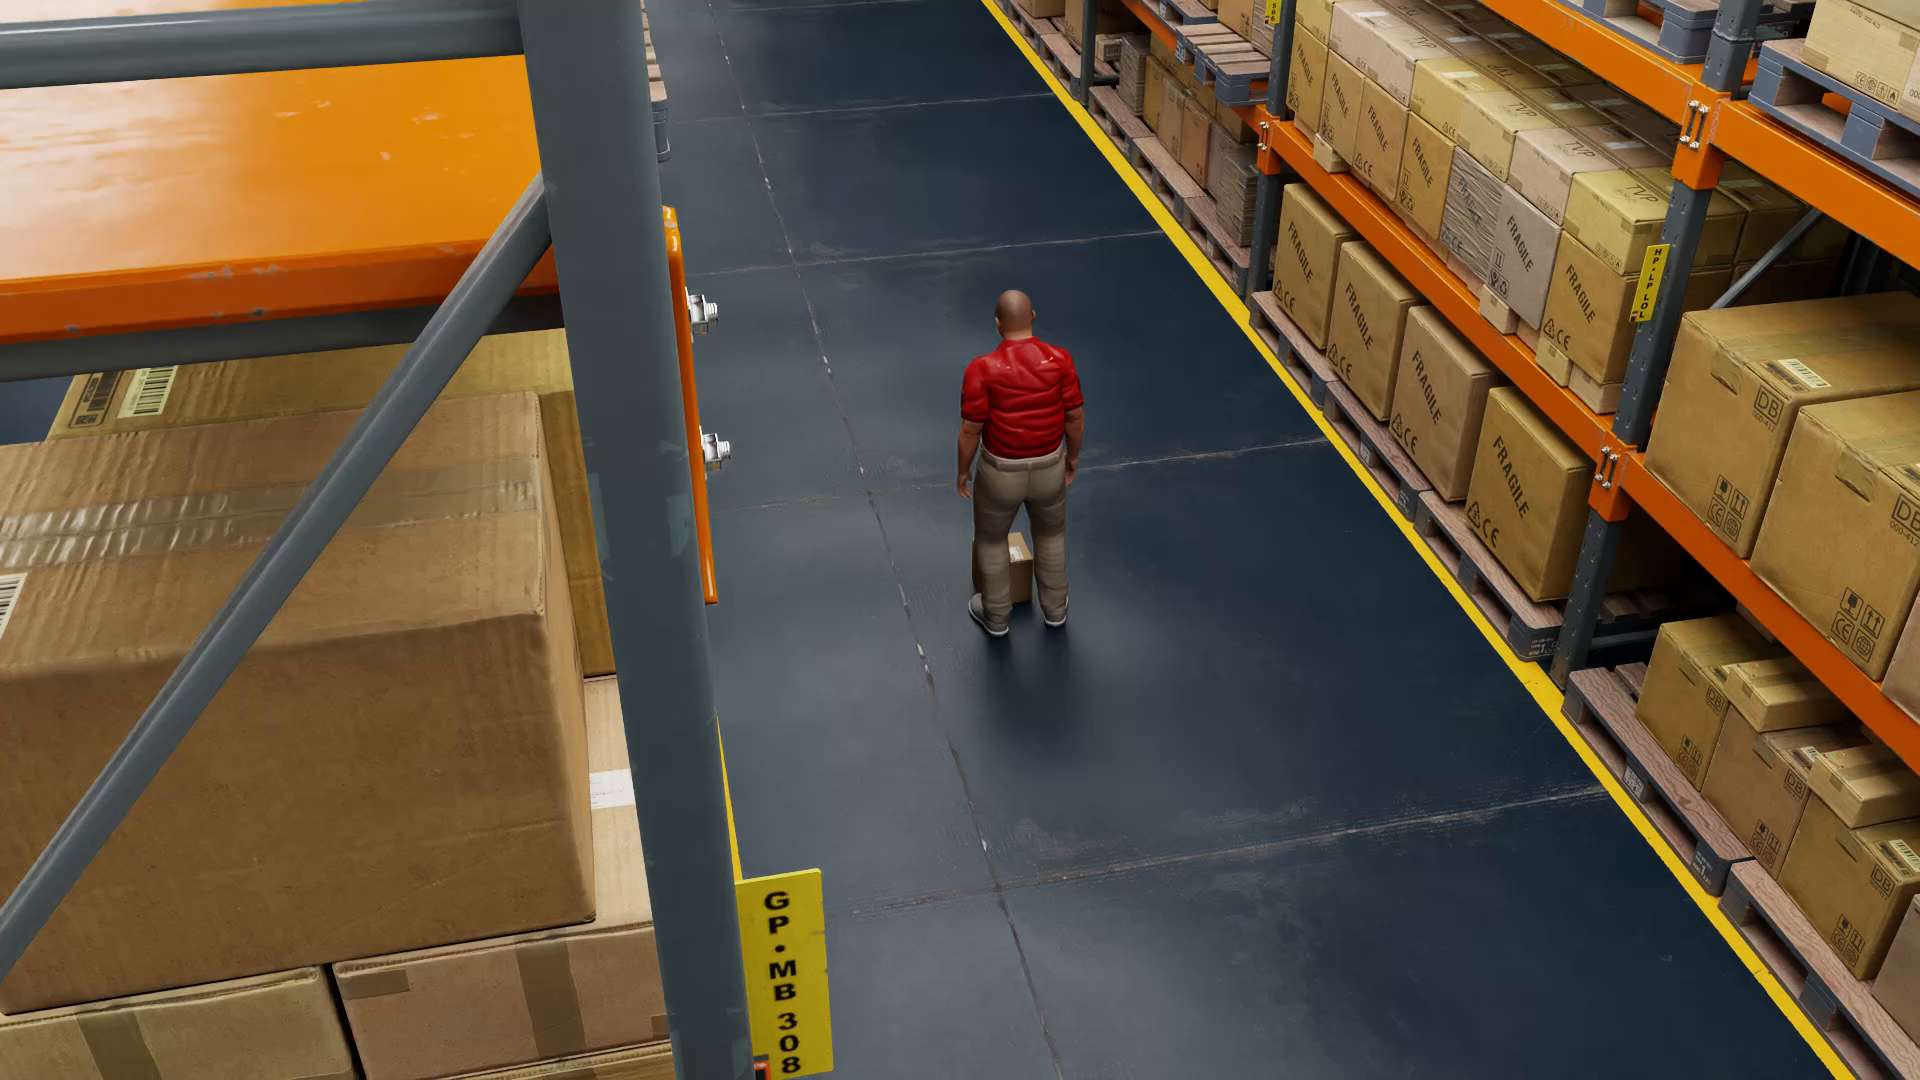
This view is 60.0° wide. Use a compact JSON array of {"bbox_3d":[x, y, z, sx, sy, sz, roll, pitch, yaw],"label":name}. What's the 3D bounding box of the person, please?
[{"bbox_3d":[0.270,-0.330,7.642,0.587,1.726,0.389,-7,35,-11],"label":"person"}]
